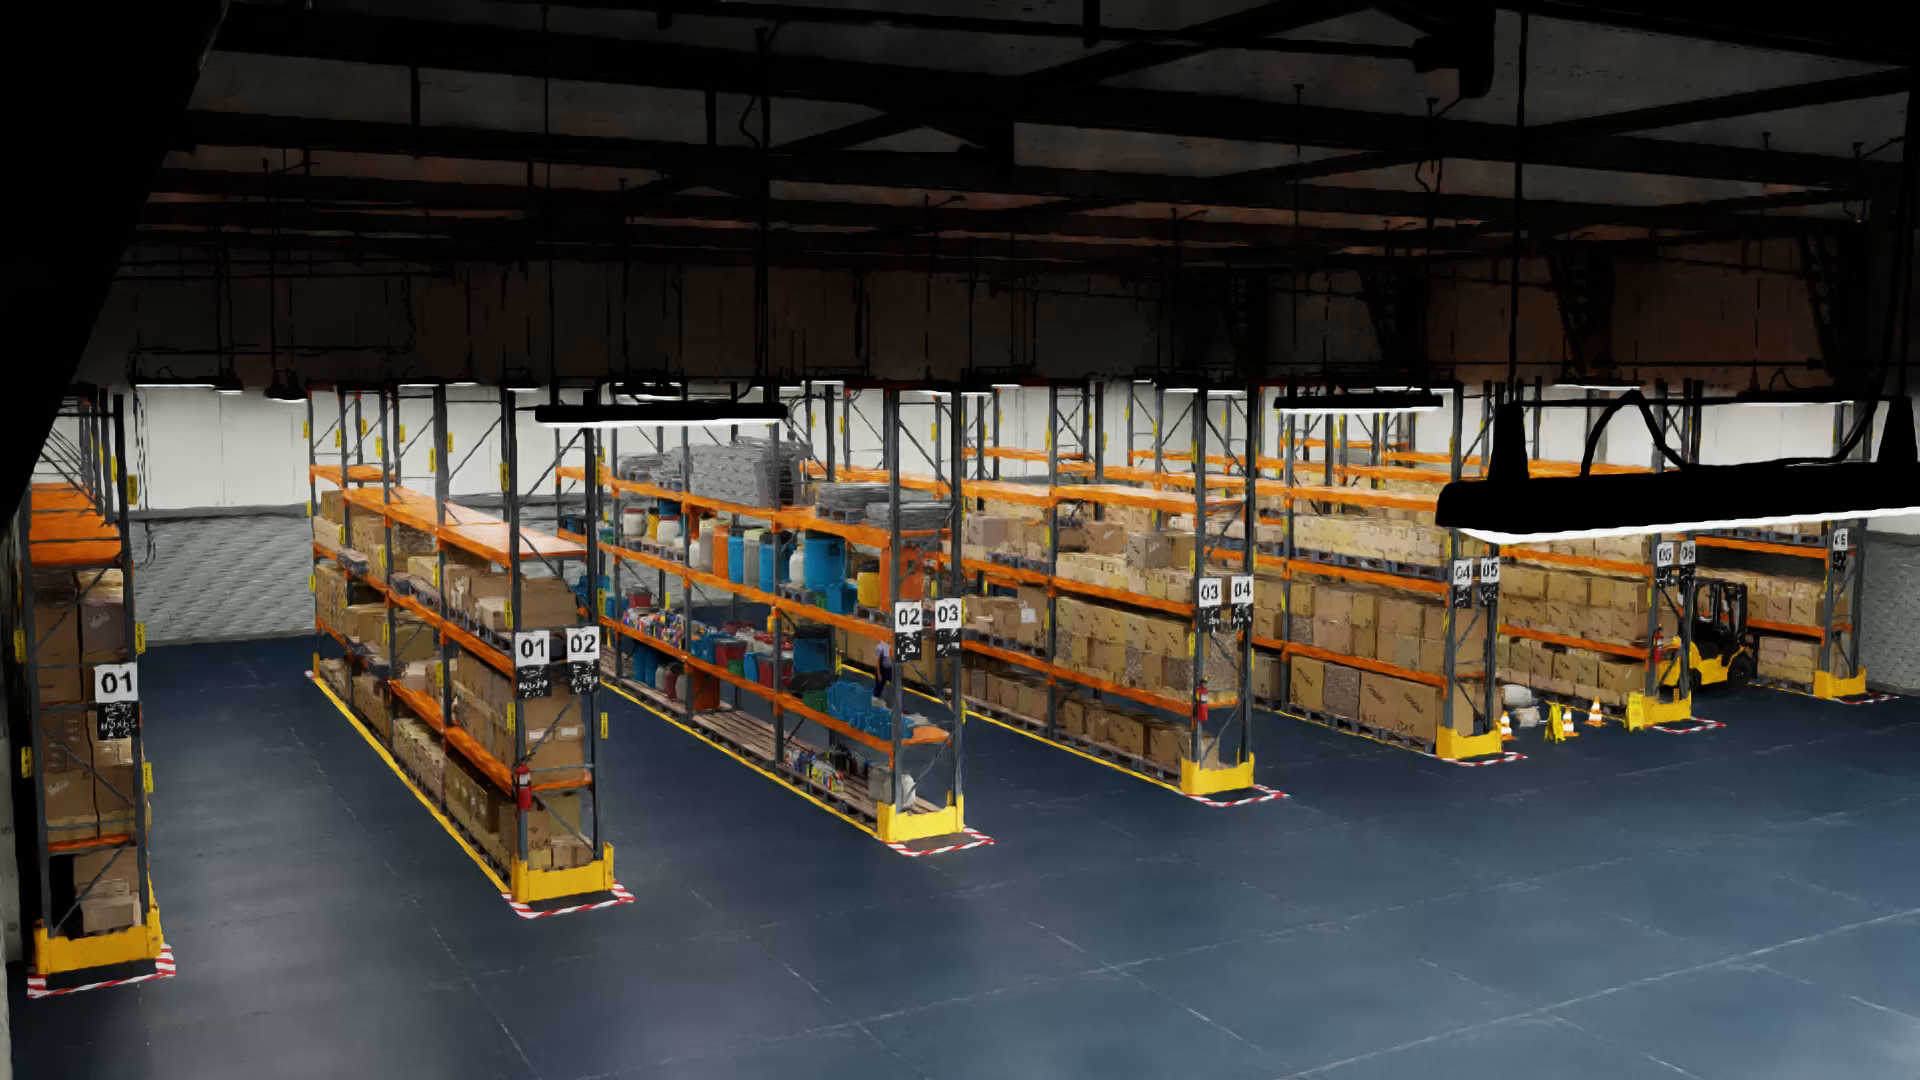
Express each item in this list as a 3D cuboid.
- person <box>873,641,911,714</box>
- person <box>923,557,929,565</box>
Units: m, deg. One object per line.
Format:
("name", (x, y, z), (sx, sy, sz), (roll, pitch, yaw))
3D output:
("person", (-1.304, 2.356, 29.952), (0.479, 1.567, 1.090), (-3, 7, -27))
("person", (-0.844, 1.219, 40.163), (0.542, 1.656, 1.079), (-2, 7, -21))
